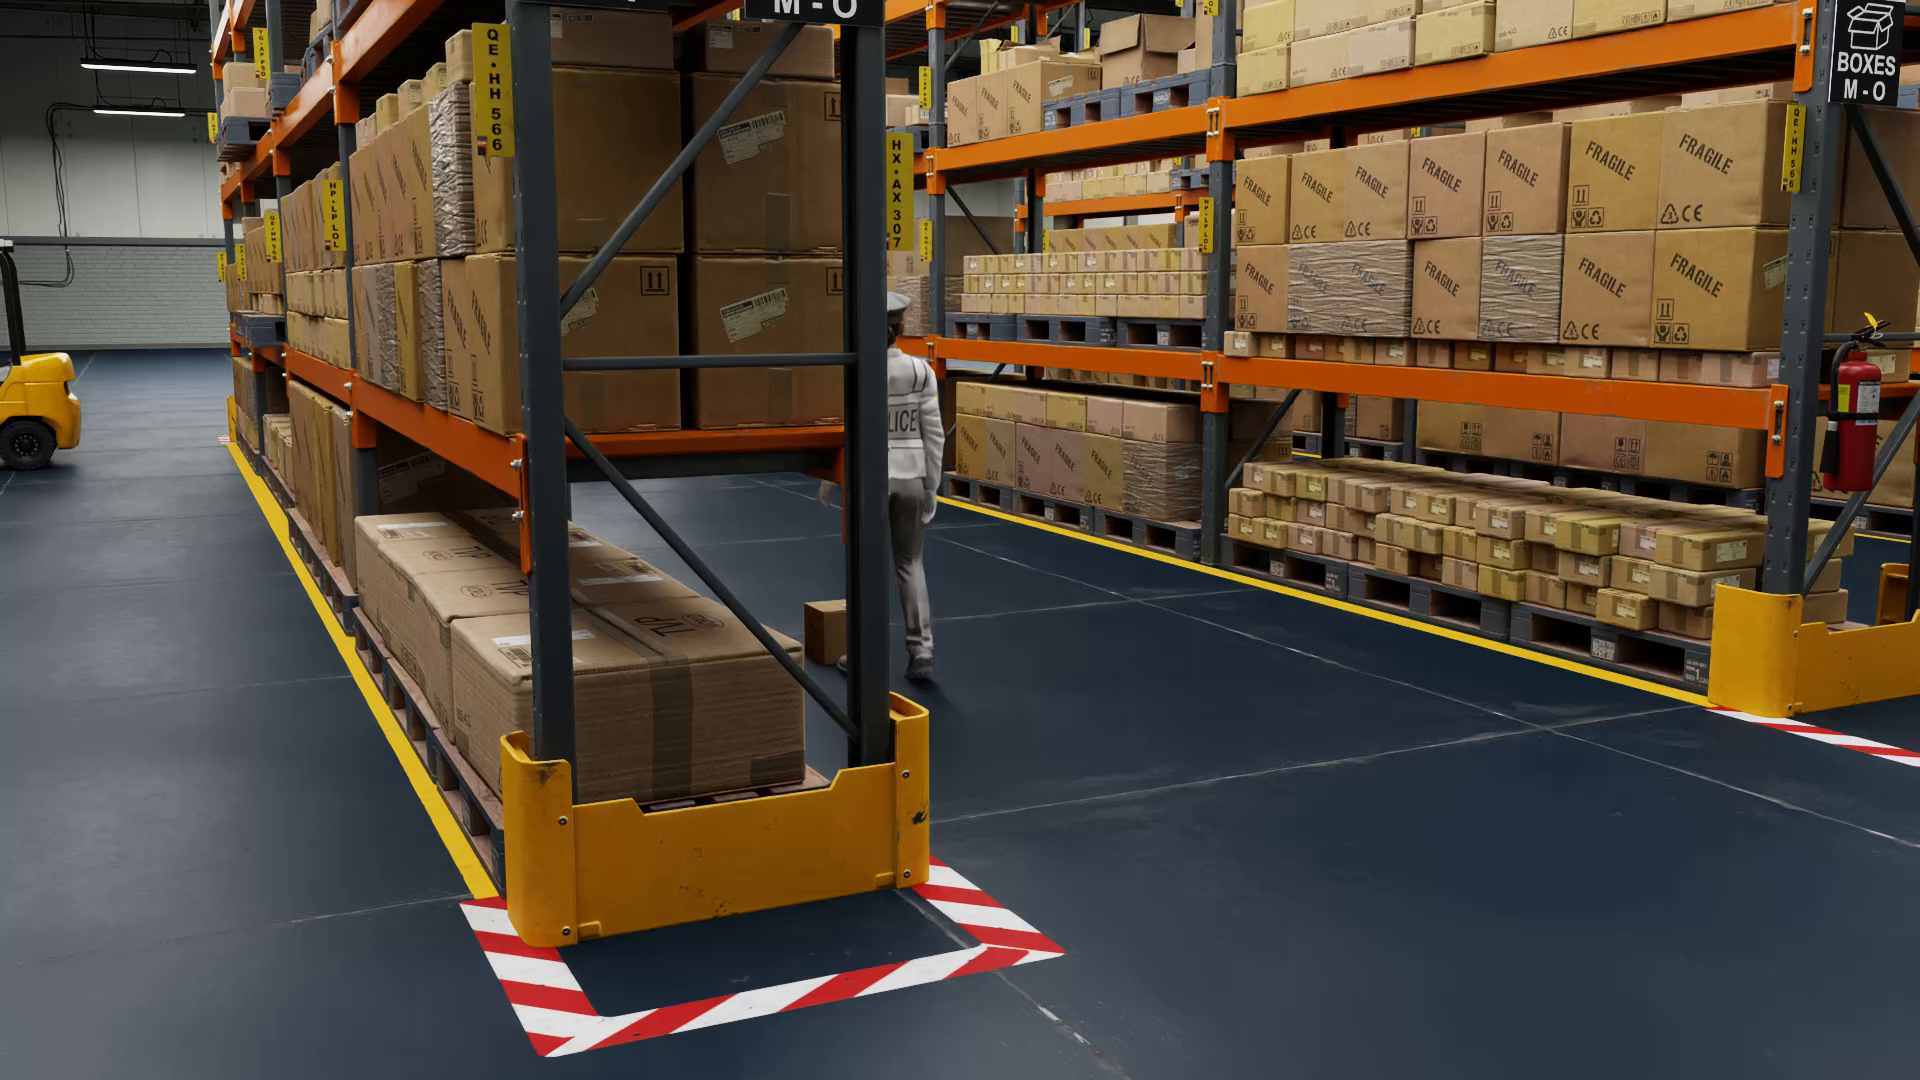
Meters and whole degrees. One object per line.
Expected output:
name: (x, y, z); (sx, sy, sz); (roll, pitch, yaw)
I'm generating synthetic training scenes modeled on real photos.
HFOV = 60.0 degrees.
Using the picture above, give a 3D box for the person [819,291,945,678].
person: (-0.353, -0.211, 7.181); (0.508, 1.712, 0.479); (-3, 9, -21)
